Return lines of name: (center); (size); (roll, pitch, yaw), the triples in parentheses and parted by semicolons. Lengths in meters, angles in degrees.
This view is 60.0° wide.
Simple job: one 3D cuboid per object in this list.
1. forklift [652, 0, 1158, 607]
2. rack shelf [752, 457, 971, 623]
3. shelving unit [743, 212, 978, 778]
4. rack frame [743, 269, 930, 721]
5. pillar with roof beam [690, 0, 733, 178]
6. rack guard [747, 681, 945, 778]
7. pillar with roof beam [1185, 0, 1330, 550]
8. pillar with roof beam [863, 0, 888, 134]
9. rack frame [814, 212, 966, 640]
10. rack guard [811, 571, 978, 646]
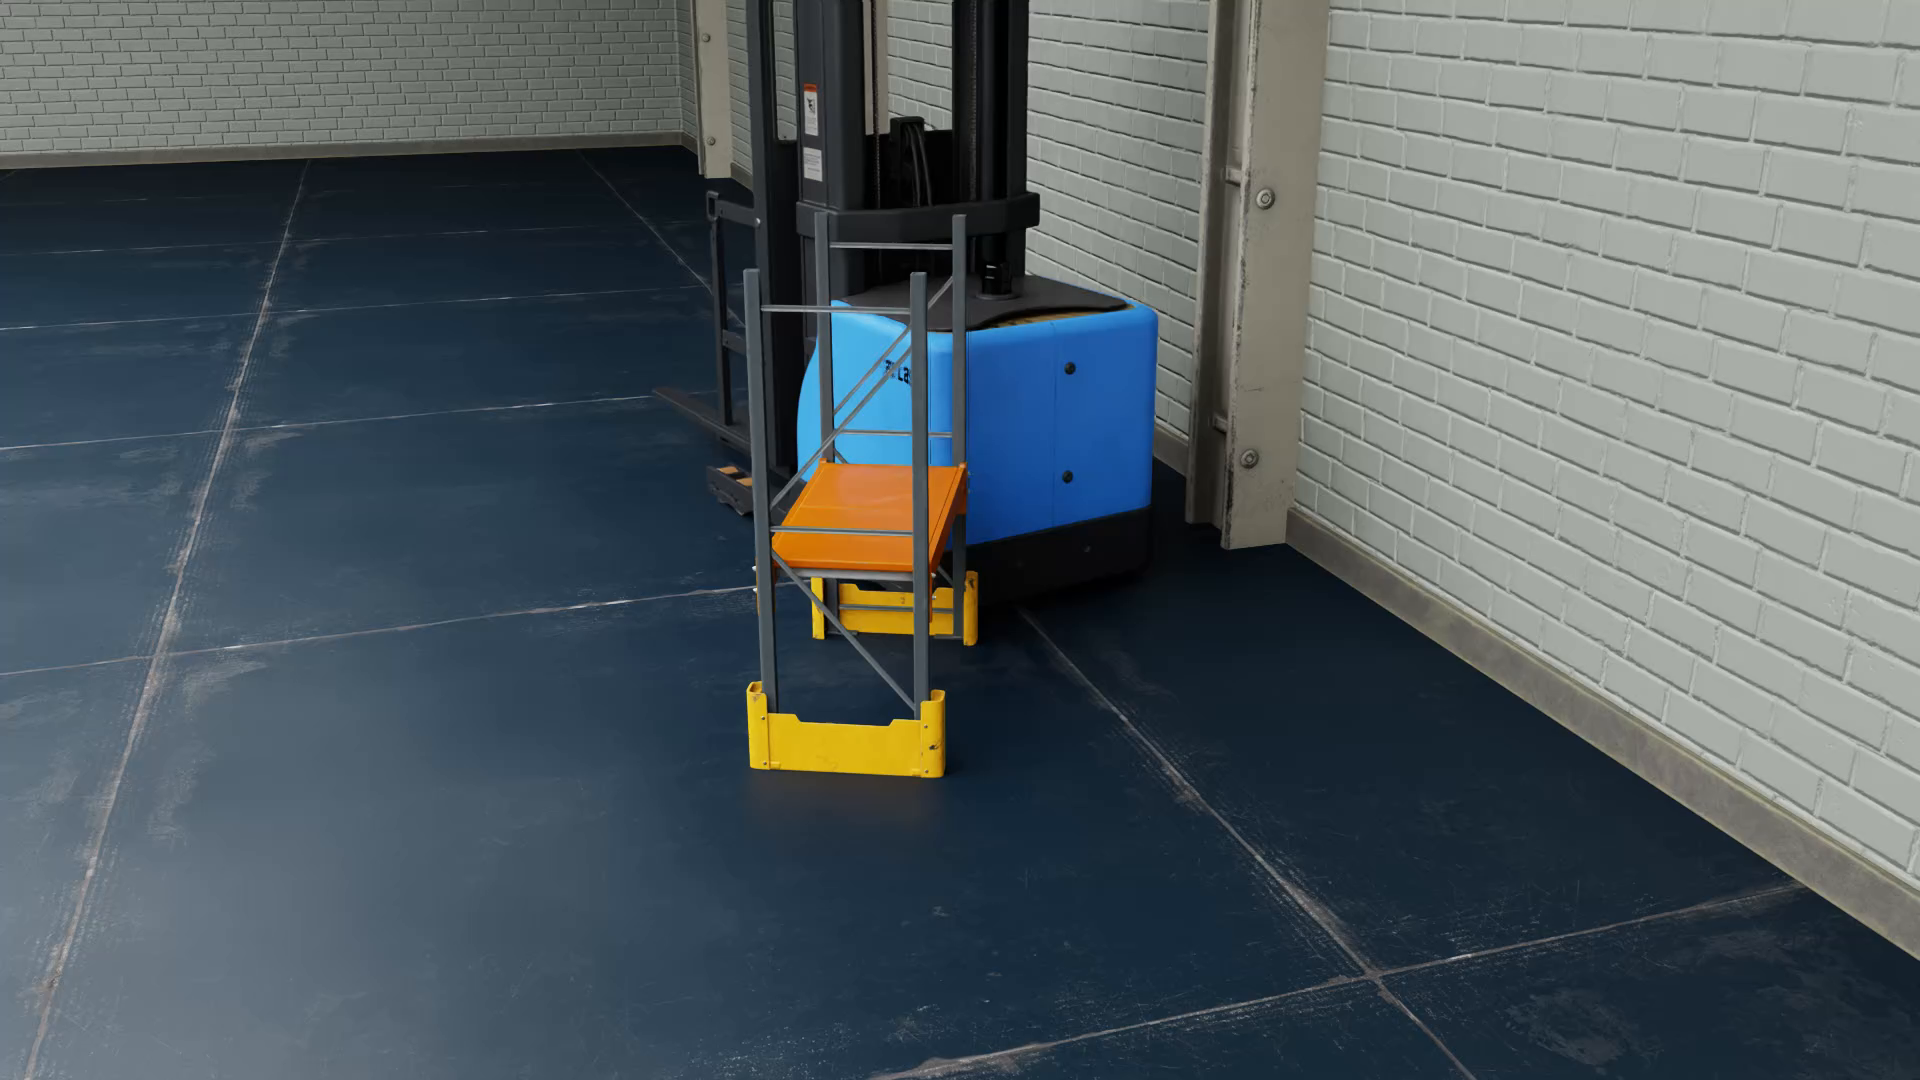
forklift: (-0.461, -1.560, 6.925); (1.130, 2.935, 3.031); (-12, 23, -30)
rack shelf: (-0.284, -0.023, 5.294); (0.538, 0.185, 1.000); (2, 20, 6)
shelving unit: (-0.285, -0.189, 5.224); (0.587, 1.500, 1.083); (2, 20, 6)
rack frame: (-0.339, -0.021, 4.757); (0.500, 1.500, 0.032); (2, 20, 6)
pillar with roof beam: (-6.686, -7.669, 14.955); (9.100, 9.000, 0.400); (-6, 21, -17)
rack guard: (-0.339, 0.566, 4.970); (0.587, 0.250, 0.087); (2, 20, 6)
pillar with roof beam: (-2.914, -3.818, 4.234); (9.100, 9.000, 0.400); (-6, 21, -17)
pillar with roof beam: (-4.800, -5.743, 9.594); (9.100, 9.000, 0.400); (-6, 21, -17)
rack frame: (-0.229, -0.363, 5.709); (0.500, 1.500, 0.032); (2, 20, 6)
rack guard: (-0.231, 0.232, 5.902); (0.587, 0.250, 0.087); (2, 20, 6)
